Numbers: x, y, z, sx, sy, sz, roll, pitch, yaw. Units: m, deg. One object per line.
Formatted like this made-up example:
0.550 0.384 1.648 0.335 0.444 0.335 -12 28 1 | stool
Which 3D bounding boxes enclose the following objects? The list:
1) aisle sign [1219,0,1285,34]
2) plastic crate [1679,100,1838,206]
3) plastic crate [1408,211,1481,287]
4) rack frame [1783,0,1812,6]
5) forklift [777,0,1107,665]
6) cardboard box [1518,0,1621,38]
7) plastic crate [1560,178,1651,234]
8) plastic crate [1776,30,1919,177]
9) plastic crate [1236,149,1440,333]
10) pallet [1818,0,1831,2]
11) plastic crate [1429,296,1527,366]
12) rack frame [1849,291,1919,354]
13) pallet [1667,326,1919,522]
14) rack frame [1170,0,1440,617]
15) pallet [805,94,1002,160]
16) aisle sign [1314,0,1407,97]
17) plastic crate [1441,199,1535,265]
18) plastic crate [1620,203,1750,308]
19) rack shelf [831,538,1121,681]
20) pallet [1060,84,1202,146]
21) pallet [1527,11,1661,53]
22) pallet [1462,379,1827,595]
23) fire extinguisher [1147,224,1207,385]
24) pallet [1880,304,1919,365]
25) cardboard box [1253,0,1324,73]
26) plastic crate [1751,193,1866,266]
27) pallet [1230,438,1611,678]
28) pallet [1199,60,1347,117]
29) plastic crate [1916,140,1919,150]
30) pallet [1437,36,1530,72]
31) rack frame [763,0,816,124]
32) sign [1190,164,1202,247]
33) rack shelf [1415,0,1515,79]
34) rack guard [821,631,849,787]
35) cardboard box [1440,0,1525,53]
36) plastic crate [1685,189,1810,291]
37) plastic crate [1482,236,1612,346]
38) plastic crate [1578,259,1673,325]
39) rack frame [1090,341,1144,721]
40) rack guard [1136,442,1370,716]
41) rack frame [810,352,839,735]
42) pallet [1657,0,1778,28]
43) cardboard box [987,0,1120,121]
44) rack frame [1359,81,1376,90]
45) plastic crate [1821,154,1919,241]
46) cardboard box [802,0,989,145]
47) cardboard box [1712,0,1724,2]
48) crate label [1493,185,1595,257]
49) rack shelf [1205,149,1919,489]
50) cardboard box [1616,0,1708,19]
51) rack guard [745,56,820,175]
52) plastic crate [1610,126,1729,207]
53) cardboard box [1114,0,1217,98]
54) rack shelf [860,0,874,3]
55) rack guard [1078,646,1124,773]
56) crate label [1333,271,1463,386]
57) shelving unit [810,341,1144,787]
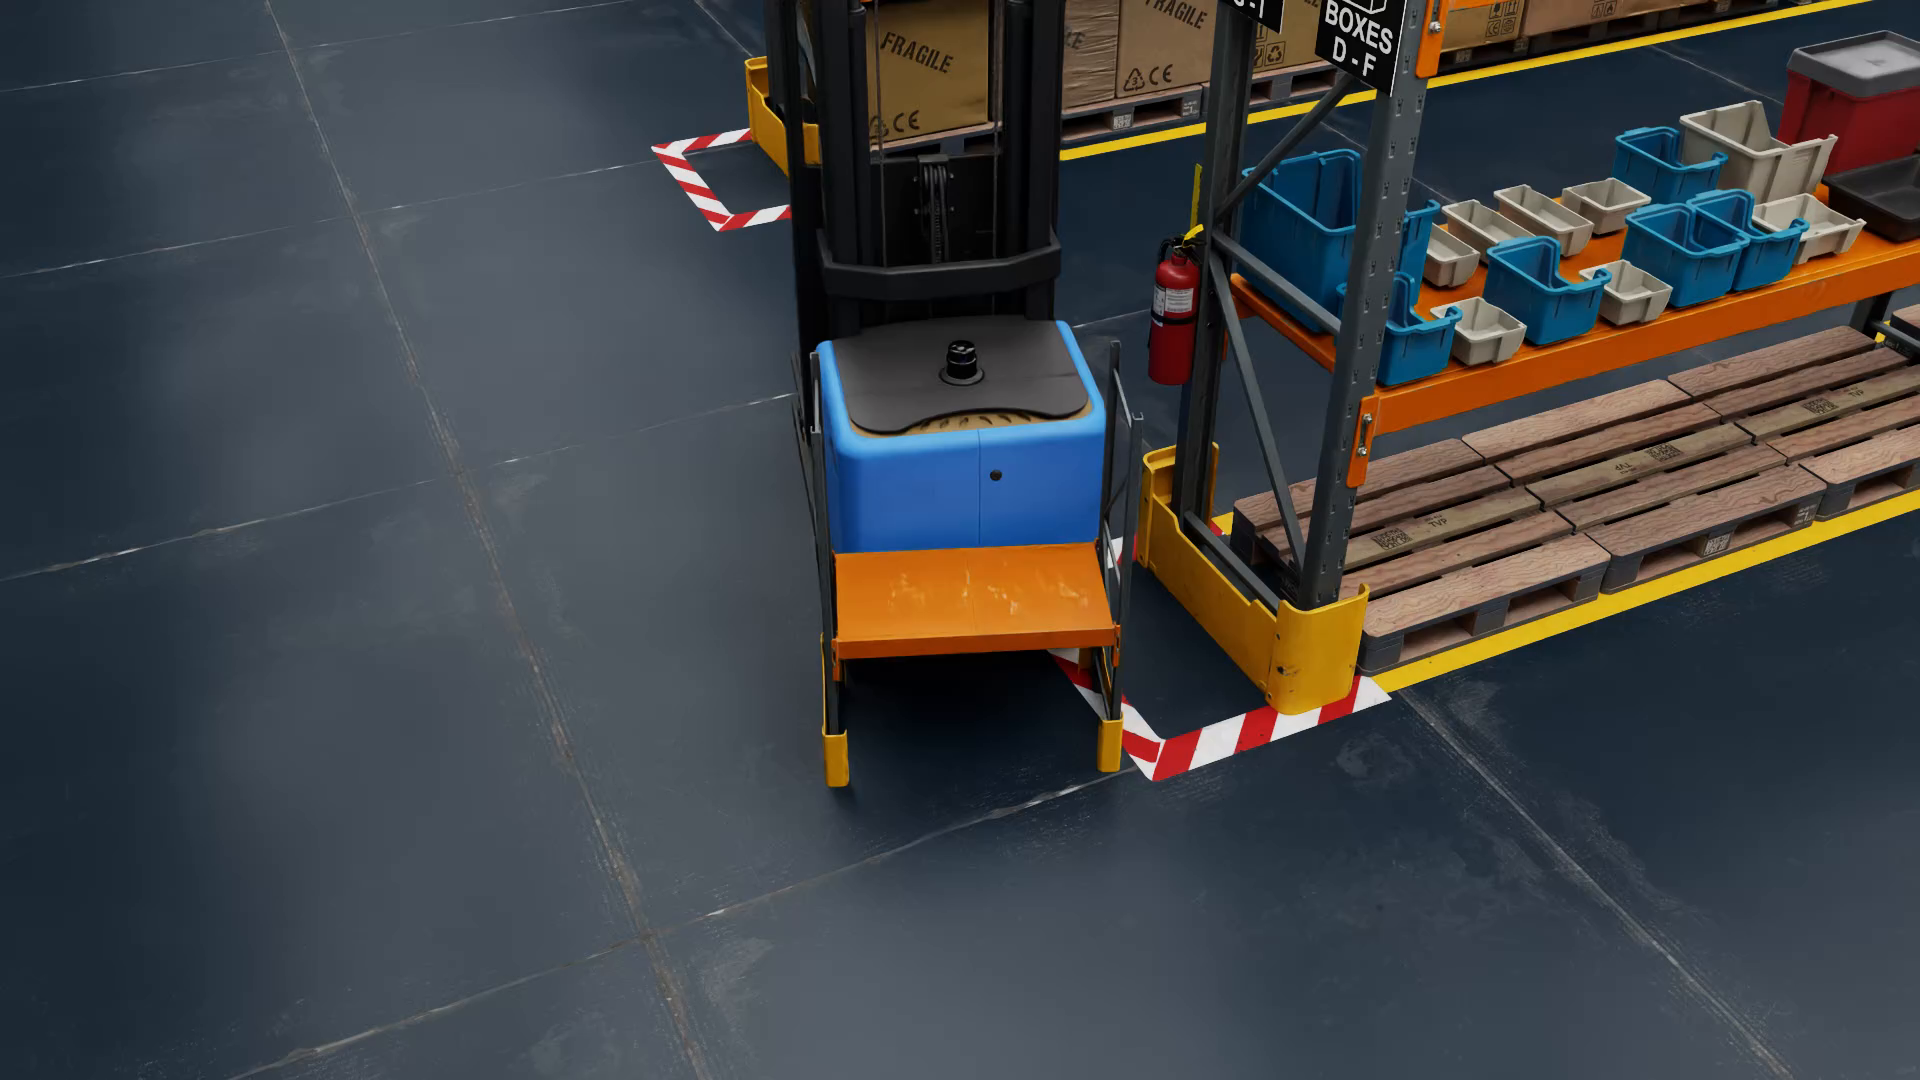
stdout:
0.964 -2.077 5.351 0.004 0.787 0.394 -16 39 -20 | aisle sign
3.314 -1.595 6.932 0.530 0.282 0.437 -16 39 -20 | plastic crate
1.815 -1.116 6.407 0.243 0.136 0.396 -16 39 -20 | plastic crate
6.291 -5.589 12.268 0.127 3.000 1.000 -16 39 -20 | rack frame
-0.187 -1.563 6.897 1.130 2.935 3.031 -6 37 -8 | forklift
4.050 -4.292 11.949 0.875 0.875 1.225 -17 40 -21 | cardboard box
2.585 -1.350 6.723 0.250 0.136 0.298 -16 39 -20 | plastic crate
3.860 -1.865 7.142 0.583 0.464 0.402 -16 39 -20 | plastic crate
1.377 -1.117 6.158 0.499 0.435 0.616 -16 39 -20 | plastic crate
6.999 -4.666 13.364 1.213 0.211 1.003 -16 39 -20 | pallet
1.843 -0.733 5.891 0.298 0.136 0.250 -16 39 -20 | plastic crate
4.775 -1.906 7.302 0.127 3.000 1.000 -16 39 -20 | rack frame
4.126 -0.579 7.853 1.213 0.211 1.003 -16 39 -20 | pallet
1.154 -0.893 5.937 0.127 3.000 1.000 -16 39 -20 | rack frame
-0.260 -2.689 10.698 1.213 0.211 1.003 -16 39 -20 | pallet
1.215 -1.759 4.922 0.004 0.787 0.394 -16 39 -20 | aisle sign
2.083 -1.181 6.496 0.243 0.136 0.396 -16 39 -20 | plastic crate
2.709 -1.068 6.263 0.300 0.233 0.416 -16 39 -20 | plastic crate
0.038 0.242 5.967 1.000 0.185 0.538 -3 37 -3 | rack shelf
0.843 -2.995 11.111 1.213 0.211 1.003 -16 39 -20 | pallet
4.443 -4.004 12.471 1.213 0.211 1.003 -16 39 -20 | pallet
3.020 -0.268 7.434 1.213 0.211 1.003 -16 39 -20 | pallet
0.824 -0.919 6.350 0.183 0.674 0.296 -16 39 -20 | fire extinguisher
5.491 -0.959 8.365 1.213 0.211 1.003 -16 39 -20 | pallet
2.039 -3.768 11.244 0.875 0.875 0.875 -16 39 -20 | cardboard box
3.326 -1.221 6.549 0.466 0.136 0.293 -16 39 -20 | plastic crate
1.917 0.039 7.021 1.213 0.211 1.003 -16 39 -20 | pallet
1.949 -3.307 11.531 1.213 0.211 1.003 -16 39 -20 | pallet
4.293 -1.783 7.307 0.243 0.136 0.396 -16 39 -20 | plastic crate
3.337 -3.693 12.052 1.213 0.211 1.003 -16 39 -20 | pallet
-0.951 -3.564 9.538 0.127 3.000 1.000 -16 39 -20 | rack frame
0.905 -1.251 6.282 0.005 0.325 0.100 -16 39 -20 | sign
2.964 -2.315 5.940 4.000 0.370 1.077 -16 39 -20 | rack shelf
-0.467 0.622 6.201 0.087 0.250 0.587 -3 37 -3 | rack guard
3.241 -4.065 11.644 0.875 0.875 1.225 -15 39 -20 | cardboard box
2.981 -1.144 6.365 0.300 0.233 0.416 -16 39 -20 | plastic crate
2.113 -0.902 6.038 0.300 0.233 0.416 -16 39 -20 | plastic crate
2.457 -0.905 6.123 0.298 0.136 0.250 -16 39 -20 | plastic crate
0.545 0.074 5.891 0.032 1.500 0.500 -3 37 -3 | rack frame
1.137 0.124 6.664 0.348 0.500 1.175 -16 39 -20 | rack guard
-0.468 0.120 5.829 0.032 1.500 0.500 -3 37 -3 | rack frame
5.546 -4.310 12.884 1.213 0.211 1.003 -16 39 -20 | pallet
0.418 -3.315 10.633 0.875 0.875 0.875 -16 39 -20 | cardboard box
2.670 -4.577 10.903 0.127 3.000 1.000 -16 39 -20 | rack frame
3.876 -1.391 6.788 0.590 0.125 0.437 -16 39 -20 | plastic crate
-0.405 -3.085 10.322 0.875 0.875 0.875 -16 39 -20 | cardboard box
5.658 -4.741 12.555 0.875 0.875 1.225 -17 40 -22 | cardboard box
2.325 -1.265 6.608 0.243 0.136 0.396 -16 39 -20 | crate label
2.964 -1.111 6.833 4.000 0.370 1.077 -16 39 -20 | rack shelf
4.847 -4.520 12.257 0.875 0.875 1.225 -15 39 -20 | cardboard box
-0.972 -2.554 10.274 0.348 0.500 1.175 -16 39 -20 | rack guard
2.904 -1.508 6.856 0.300 0.233 0.416 -16 39 -20 | plastic crate
1.224 -3.540 10.936 0.875 0.875 0.875 -16 39 -20 | cardboard box
0.860 -3.782 10.435 4.000 0.370 1.077 -16 39 -20 | rack shelf
0.526 0.577 6.262 0.087 0.250 0.587 -3 37 -3 | rack guard
1.517 -0.735 5.813 0.303 0.233 0.416 -16 39 -20 | crate label
0.029 0.098 5.859 1.083 1.500 0.587 -3 37 -3 | shelving unit
